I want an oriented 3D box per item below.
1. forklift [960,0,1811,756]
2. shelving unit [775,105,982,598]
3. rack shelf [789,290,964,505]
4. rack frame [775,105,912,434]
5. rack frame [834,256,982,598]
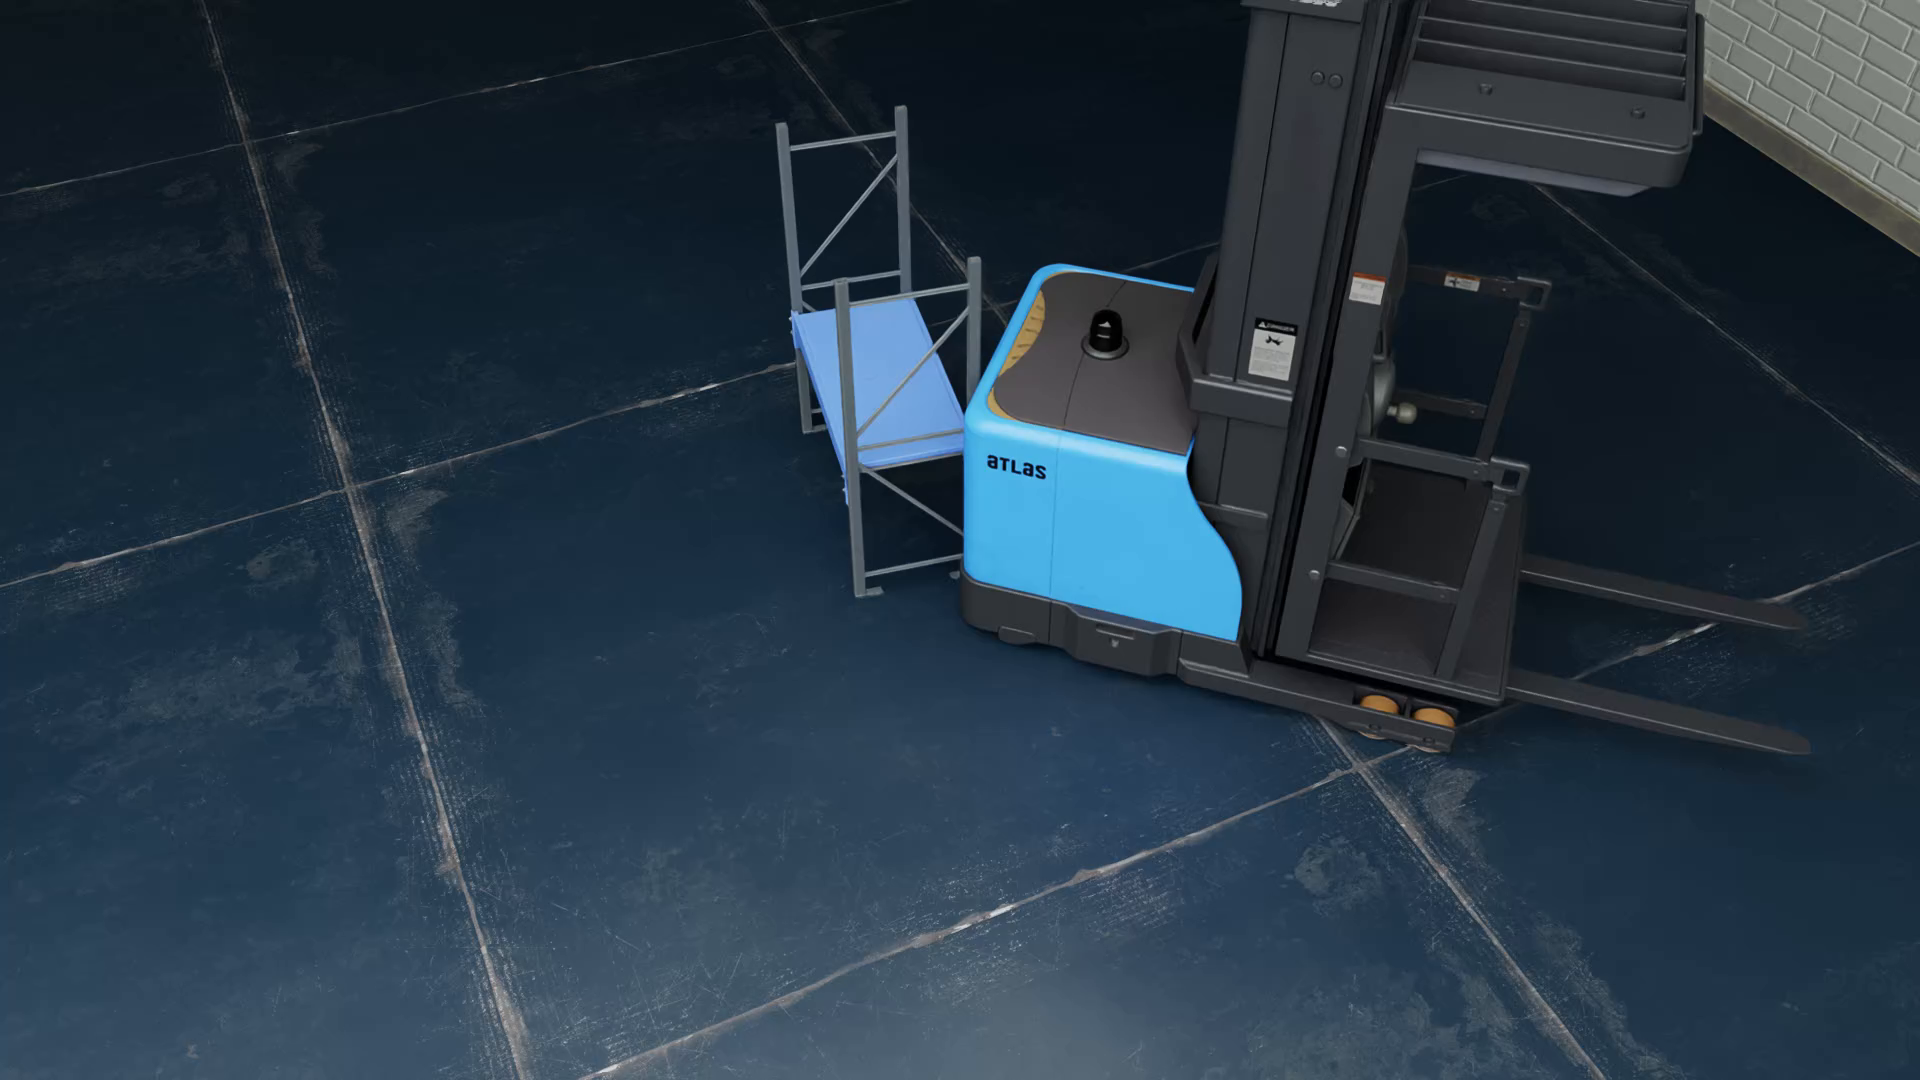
[{"bbox_3d":[1.574,-0.702,5.375,3.031,2.935,1.130,13,46,13],"label":"forklift"},{"bbox_3d":[-0.308,-0.707,6.398,0.538,1.500,1.048,-11,46,-11],"label":"shelving unit"},{"bbox_3d":[-0.308,-0.579,6.525,0.538,0.185,1.000,-11,46,-11],"label":"rack shelf"},{"bbox_3d":[-0.443,-1.051,6.747,0.500,1.500,0.032,-11,46,-11],"label":"rack frame"},{"bbox_3d":[-0.172,-0.363,6.050,0.500,1.500,0.032,-11,46,-11],"label":"rack frame"}]
